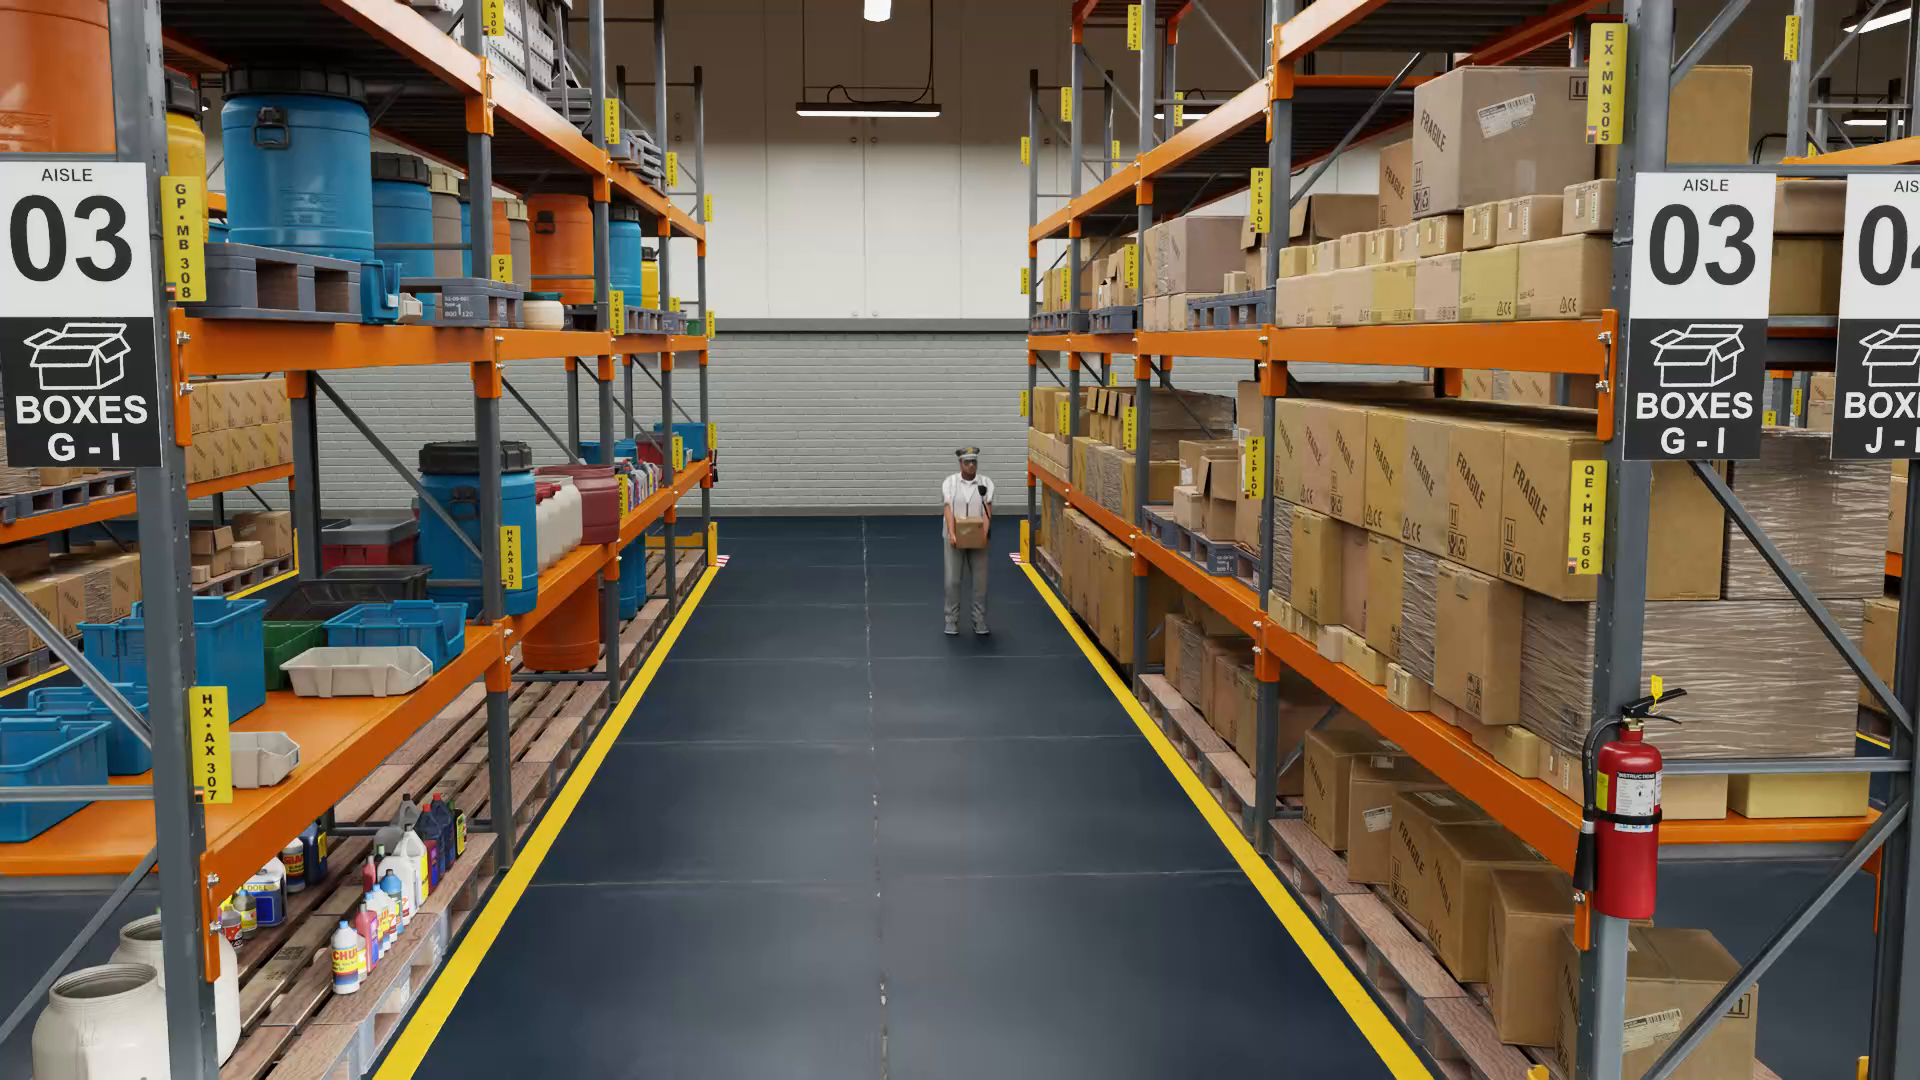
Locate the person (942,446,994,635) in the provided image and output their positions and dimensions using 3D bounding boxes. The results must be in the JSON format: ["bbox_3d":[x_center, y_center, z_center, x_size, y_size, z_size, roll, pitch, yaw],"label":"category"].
[{"bbox_3d":[0.082,0.004,15.624,0.490,1.771,0.571,-1,7,-5],"label":"person"}]
